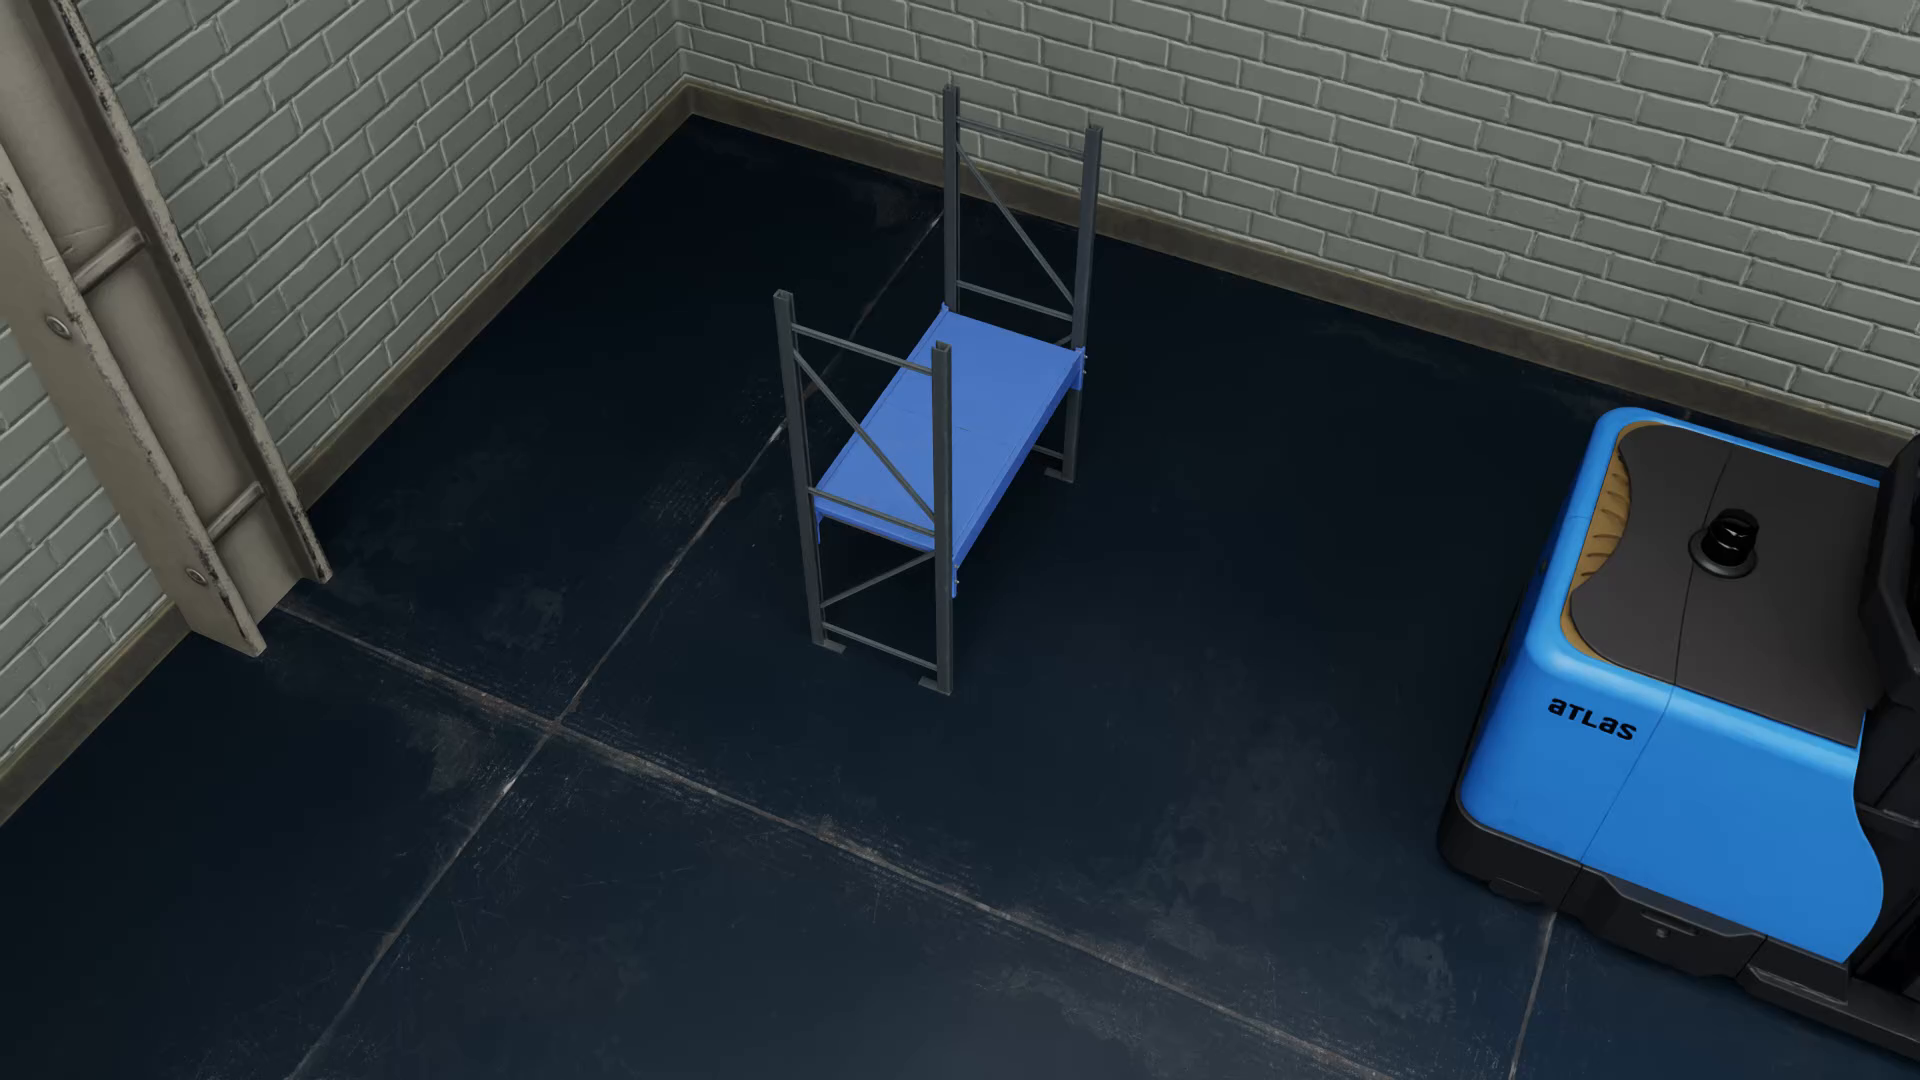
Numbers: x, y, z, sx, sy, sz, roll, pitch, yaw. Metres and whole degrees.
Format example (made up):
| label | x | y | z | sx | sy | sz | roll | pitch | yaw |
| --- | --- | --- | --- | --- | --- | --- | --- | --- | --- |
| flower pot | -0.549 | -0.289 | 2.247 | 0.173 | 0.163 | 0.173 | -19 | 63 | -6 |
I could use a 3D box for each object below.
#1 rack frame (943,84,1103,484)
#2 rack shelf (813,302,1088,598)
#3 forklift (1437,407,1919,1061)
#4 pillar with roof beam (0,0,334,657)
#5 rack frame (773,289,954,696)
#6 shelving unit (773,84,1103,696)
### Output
| label | x | y | z | sx | sy | sz | roll | pitch | yaw |
| --- | --- | --- | --- | --- | --- | --- | --- | --- | --- |
| rack frame | 0.181 | -0.777 | 5.427 | 0.500 | 1.500 | 0.032 | 20 | 52 | 16 |
| rack shelf | -0.036 | -0.311 | 5.266 | 0.538 | 0.185 | 1.000 | 20 | 52 | 16 |
| forklift | 2.961 | 0.171 | 3.680 | 3.031 | 2.935 | 1.130 | 20 | 53 | 16 |
| pillar with roof beam | 1.543 | -1.318 | 0.963 | 9.100 | 9.000 | 0.400 | 20 | 52 | 16 |
| rack frame | -0.254 | -0.077 | 4.831 | 0.500 | 1.500 | 0.032 | 20 | 52 | 16 |
| shelving unit | -0.036 | -0.427 | 5.129 | 0.538 | 1.500 | 1.048 | 20 | 52 | 16 |
